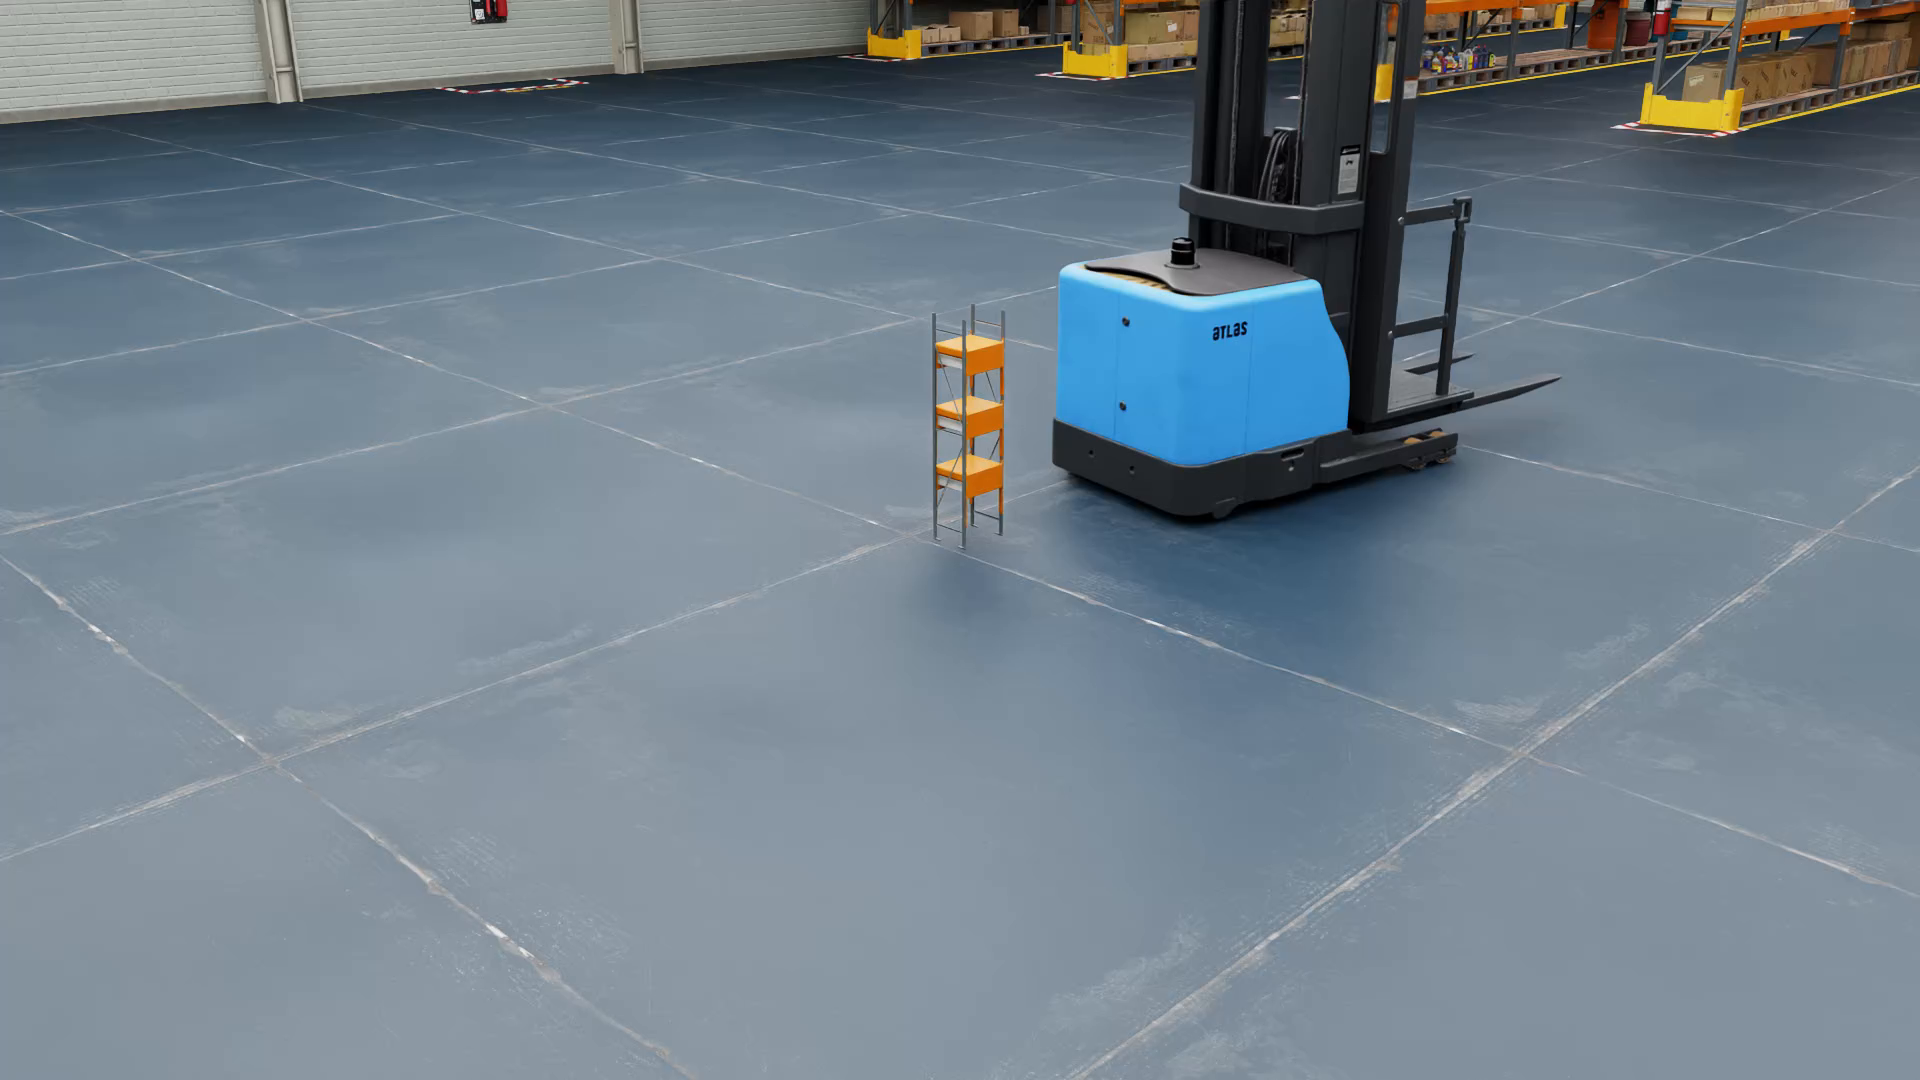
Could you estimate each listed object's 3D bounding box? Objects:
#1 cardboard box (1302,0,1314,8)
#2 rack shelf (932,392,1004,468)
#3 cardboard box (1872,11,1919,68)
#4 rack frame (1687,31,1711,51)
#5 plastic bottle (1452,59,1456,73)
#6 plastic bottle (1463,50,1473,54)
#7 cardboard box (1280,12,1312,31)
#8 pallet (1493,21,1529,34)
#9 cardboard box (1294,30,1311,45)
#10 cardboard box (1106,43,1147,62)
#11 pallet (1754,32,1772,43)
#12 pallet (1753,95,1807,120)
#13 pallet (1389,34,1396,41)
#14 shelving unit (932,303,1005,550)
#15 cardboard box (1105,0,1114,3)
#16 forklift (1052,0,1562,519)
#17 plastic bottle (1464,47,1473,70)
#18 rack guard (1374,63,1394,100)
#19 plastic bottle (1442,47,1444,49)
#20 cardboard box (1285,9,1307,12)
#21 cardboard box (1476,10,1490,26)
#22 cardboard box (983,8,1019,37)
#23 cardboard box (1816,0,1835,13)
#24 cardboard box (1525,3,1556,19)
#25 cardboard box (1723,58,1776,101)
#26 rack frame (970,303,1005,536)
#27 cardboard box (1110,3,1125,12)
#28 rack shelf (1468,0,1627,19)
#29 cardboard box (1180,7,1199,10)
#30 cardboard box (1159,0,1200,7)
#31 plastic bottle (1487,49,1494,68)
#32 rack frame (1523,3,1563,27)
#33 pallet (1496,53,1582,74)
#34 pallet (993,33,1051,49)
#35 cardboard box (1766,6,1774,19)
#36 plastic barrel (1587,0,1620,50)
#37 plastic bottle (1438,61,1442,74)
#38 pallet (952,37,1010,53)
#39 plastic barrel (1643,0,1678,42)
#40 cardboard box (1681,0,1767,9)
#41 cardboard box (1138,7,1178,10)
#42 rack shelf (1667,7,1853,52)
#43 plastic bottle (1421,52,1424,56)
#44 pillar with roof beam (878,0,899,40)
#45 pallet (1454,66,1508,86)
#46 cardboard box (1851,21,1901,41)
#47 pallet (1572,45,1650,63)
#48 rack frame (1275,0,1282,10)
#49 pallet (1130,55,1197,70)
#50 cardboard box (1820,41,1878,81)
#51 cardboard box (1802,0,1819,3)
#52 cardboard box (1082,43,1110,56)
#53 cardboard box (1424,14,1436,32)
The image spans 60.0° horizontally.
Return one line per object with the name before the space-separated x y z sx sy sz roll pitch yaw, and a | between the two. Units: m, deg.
cardboard box | 8.034 -12.860 39.751 0.700 0.500 0.500 19 28 40
rack shelf | 0.037 -0.494 7.426 0.215 0.259 0.240 19 28 41
cardboard box | 15.439 -8.165 27.013 1.225 0.875 0.875 18 27 38
rack frame | 14.185 -11.057 32.160 1.000 3.000 0.127 19 28 41
plastic bottle | 7.680 -7.398 25.930 0.097 0.201 0.097 0 21 0
plastic bottle | 8.104 -7.678 26.552 0.152 0.276 0.135 19 28 41
cardboard box | 6.237 -9.720 31.147 0.500 0.311 0.500 18 27 39
pallet | 11.969 -11.487 37.167 1.003 0.211 1.213 19 28 41
cardboard box | 6.233 -9.460 31.253 0.500 0.250 0.500 18 28 39
cardboard box | 2.801 -8.207 27.994 0.500 0.250 0.500 19 28 41
pallet | 16.372 -10.581 34.809 1.003 0.211 1.213 19 28 41
pallet | 10.858 -5.962 22.793 1.003 0.211 1.213 19 28 41
pallet | 8.396 -10.150 33.688 1.003 0.211 1.213 19 28 41
shelving unit | 0.037 -0.504 7.422 0.215 1.050 0.252 19 28 41
cardboard box | 3.033 -11.434 34.968 0.500 0.250 0.500 19 28 40
forklift | 1.961 -1.863 8.336 3.031 2.935 1.130 -14 25 -33
plastic bottle | 8.002 -7.599 26.243 0.144 0.351 0.185 19 28 40
rack guard | 5.833 -6.837 24.664 1.175 0.500 0.348 19 28 41
plastic bottle | 7.862 -7.872 27.058 0.135 0.276 0.152 -19 28 -40
cardboard box | 6.554 -10.115 32.175 0.500 0.311 0.500 18 28 39
cardboard box | 11.086 -11.301 35.931 0.500 0.311 0.500 19 28 41
cardboard box | 0.810 -10.242 32.910 0.500 0.500 0.500 17 27 37
cardboard box | 11.720 -7.311 22.765 0.380 0.149 0.250 19 28 41
cardboard box | 13.226 -12.163 37.908 0.500 0.500 0.500 19 28 41
cardboard box | 10.653 -6.236 22.518 0.500 0.500 0.500 -17 27 -37
rack frame | 0.122 -0.535 7.504 0.200 1.050 0.008 19 28 41
cardboard box | 3.062 -11.110 35.170 0.700 0.500 0.500 19 28 40
rack shelf | 9.999 -9.179 28.276 1.077 0.370 4.000 19 28 41
cardboard box | 4.187 -9.074 29.205 0.500 0.500 0.500 19 28 41
cardboard box | 4.903 -11.857 36.653 0.750 0.750 0.750 19 28 40
plastic bottle | 8.505 -7.731 26.681 0.133 0.283 0.061 -18 28 -39
rack frame | 13.429 -13.326 38.063 1.000 3.000 0.127 19 28 41
pallet | 9.975 -8.225 28.680 1.003 0.211 1.213 19 28 41
pallet | 1.062 -9.997 33.289 1.003 0.211 1.213 19 28 41
cardboard box | 10.265 -6.818 21.483 0.380 0.149 0.250 19 28 41
plastic barrel | 11.723 -9.341 30.137 0.600 0.830 0.708 19 28 41
plastic bottle | 7.374 -7.286 25.636 0.097 0.201 0.097 0 21 0
pallet | 0.211 -9.682 32.469 1.003 0.211 1.213 19 28 41
plastic barrel | 13.299 -9.956 31.635 0.600 0.901 0.708 19 28 41
cardboard box | 9.765 -7.052 21.188 0.875 0.500 0.500 19 28 41
cardboard box | 3.465 -9.077 29.210 0.500 0.500 0.500 19 28 41
rack shelf | 10.757 -6.911 22.376 1.077 0.370 4.000 19 28 41
plastic bottle | 7.315 -7.708 26.526 0.144 0.351 0.185 19 28 40
pillar with roof beam | 1.668 -12.571 27.737 9.100 9.000 0.400 19 28 41
pallet | 8.105 -7.536 26.888 1.003 0.211 1.213 19 28 41
cardboard box | 14.134 -7.859 25.666 0.500 0.250 0.500 -16 26 -36
pallet | 11.914 -8.940 30.539 1.003 0.211 1.213 19 28 41
rack frame | 7.087 -13.536 38.611 1.000 3.000 0.127 19 28 41
pallet | 3.622 -8.430 29.213 1.003 0.211 1.213 19 28 41
cardboard box | 13.333 -7.213 25.032 0.700 0.500 0.500 16 26 36
cardboard box | 11.144 -7.572 22.541 0.875 0.500 0.500 19 28 41
cardboard box | 2.429 -8.337 28.331 0.500 0.250 0.500 19 28 41
cardboard box | 9.445 -10.752 34.239 0.500 0.500 0.500 18 27 39
